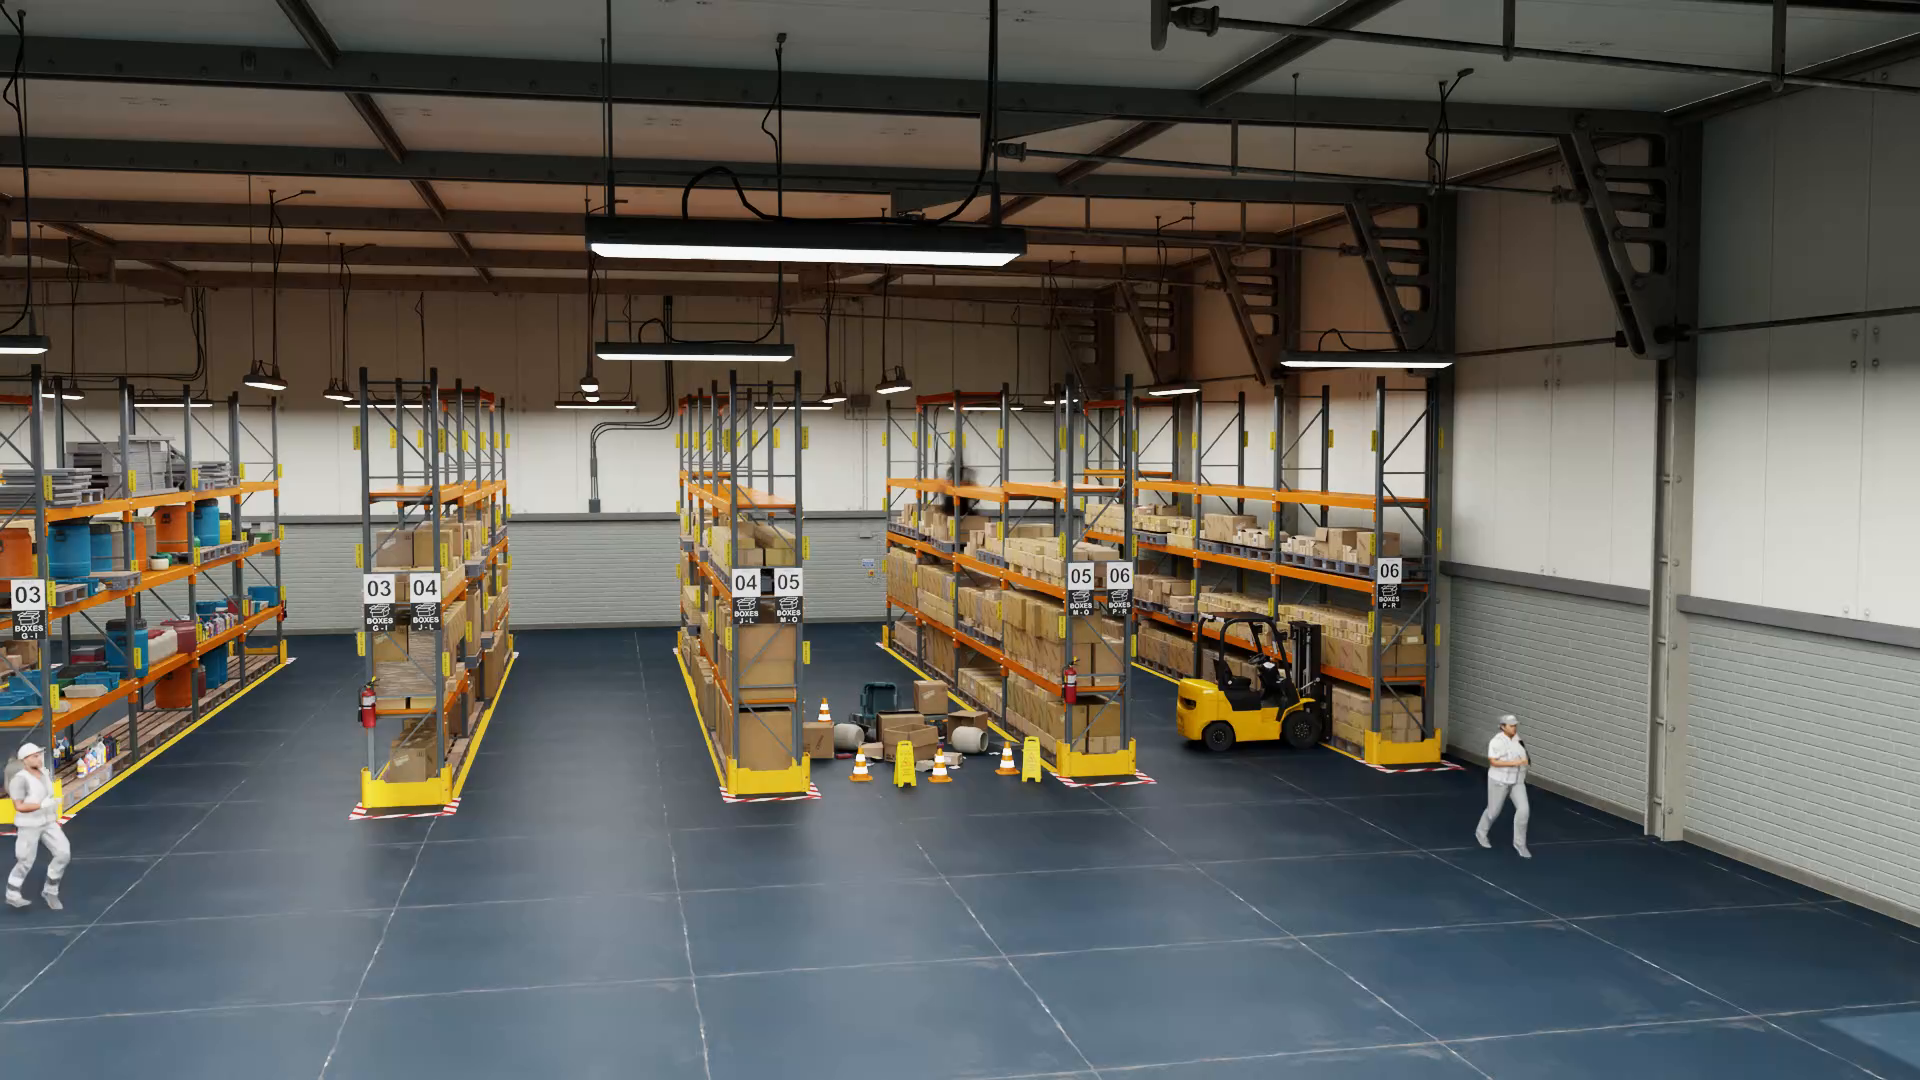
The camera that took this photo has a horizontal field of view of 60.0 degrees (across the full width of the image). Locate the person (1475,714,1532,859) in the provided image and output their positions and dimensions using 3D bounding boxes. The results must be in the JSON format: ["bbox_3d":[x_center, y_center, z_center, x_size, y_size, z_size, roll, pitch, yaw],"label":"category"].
[{"bbox_3d":[6.605,2.972,20.184,0.595,1.738,0.795,-1,4,-24],"label":"person"}]

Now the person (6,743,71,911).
[{"bbox_3d":[-9.786,3.059,17.642,0.743,1.824,0.640,1,4,15],"label":"person"}]
